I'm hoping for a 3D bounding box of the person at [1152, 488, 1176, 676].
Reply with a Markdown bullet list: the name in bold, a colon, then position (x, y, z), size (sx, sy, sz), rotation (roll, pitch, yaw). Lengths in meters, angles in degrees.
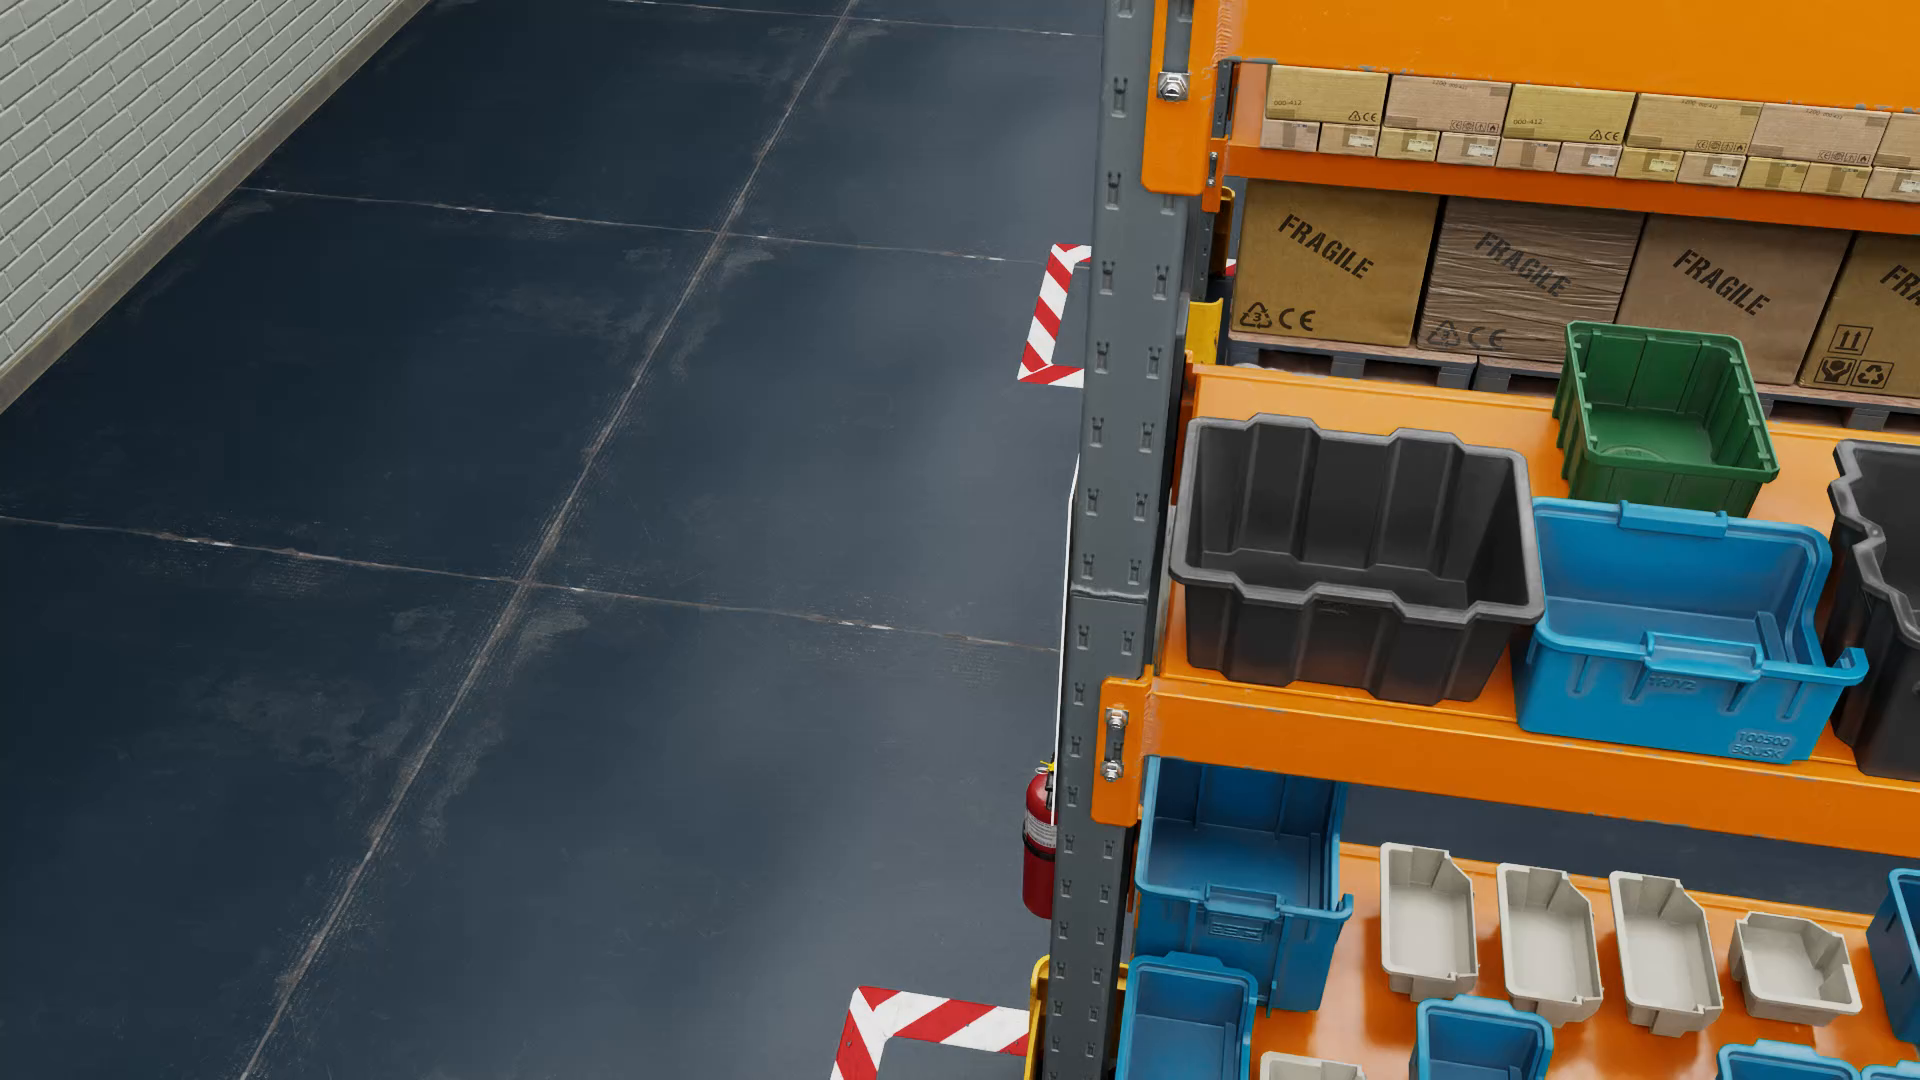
- **person**: position (0.940, 0.068, 6.134), size (0.658, 1.596, 0.832), rotation (24, 46, 25)
